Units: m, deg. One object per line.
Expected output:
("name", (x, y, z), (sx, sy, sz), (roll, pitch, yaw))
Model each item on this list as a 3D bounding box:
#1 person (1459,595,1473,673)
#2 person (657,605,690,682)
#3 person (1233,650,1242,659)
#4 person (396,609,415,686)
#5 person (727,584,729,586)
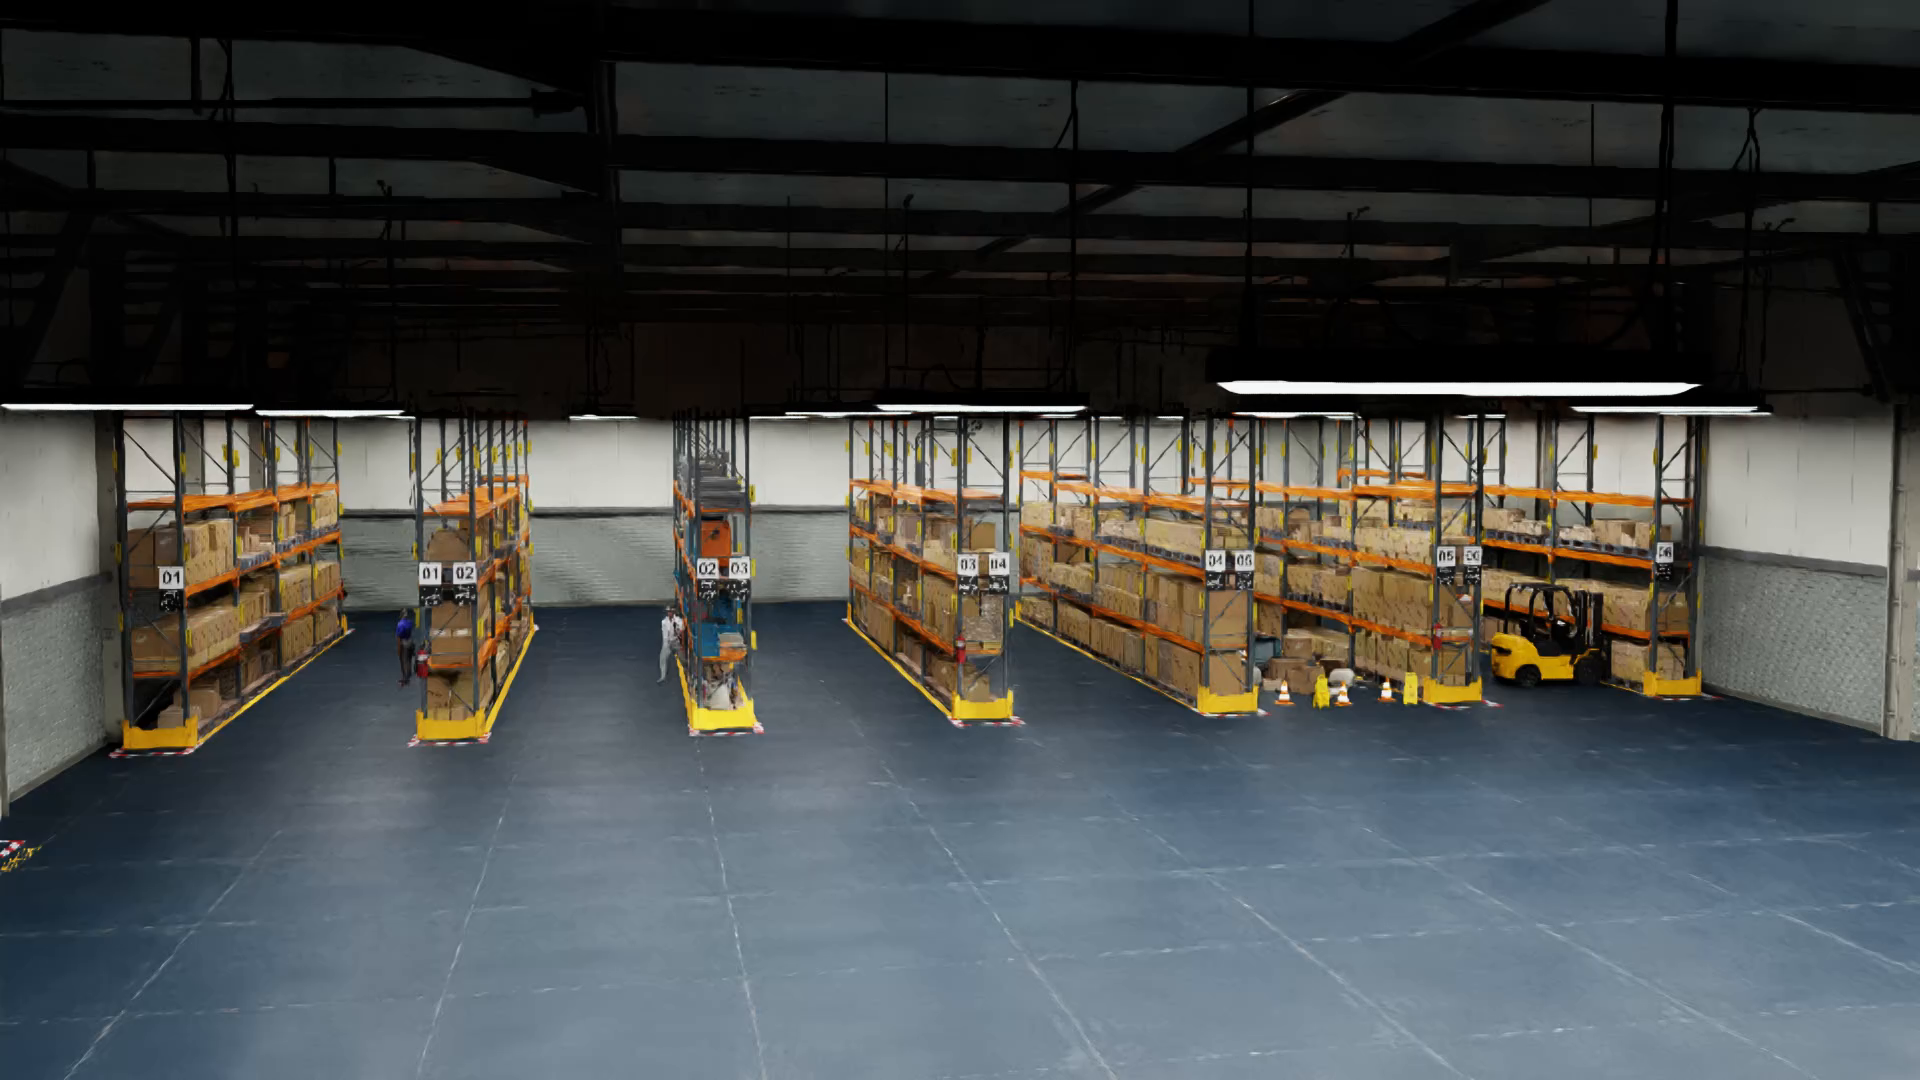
("person", (11.462, 2.132, 37.888), (0.503, 1.764, 0.624), (1, 4, 18))
("person", (-6.302, 2.266, 36.626), (0.586, 1.704, 0.985), (1, 4, 12))
("person", (6.437, 2.013, 39.415), (0.577, 1.785, 0.655), (1, 4, 18))
("person", (-12.091, 2.307, 36.111), (0.462, 1.640, 0.498), (1, 4, 19))
("person", (-6.157, 1.644, 44.595), (0.436, 1.785, 0.707), (-1, 4, -12))
